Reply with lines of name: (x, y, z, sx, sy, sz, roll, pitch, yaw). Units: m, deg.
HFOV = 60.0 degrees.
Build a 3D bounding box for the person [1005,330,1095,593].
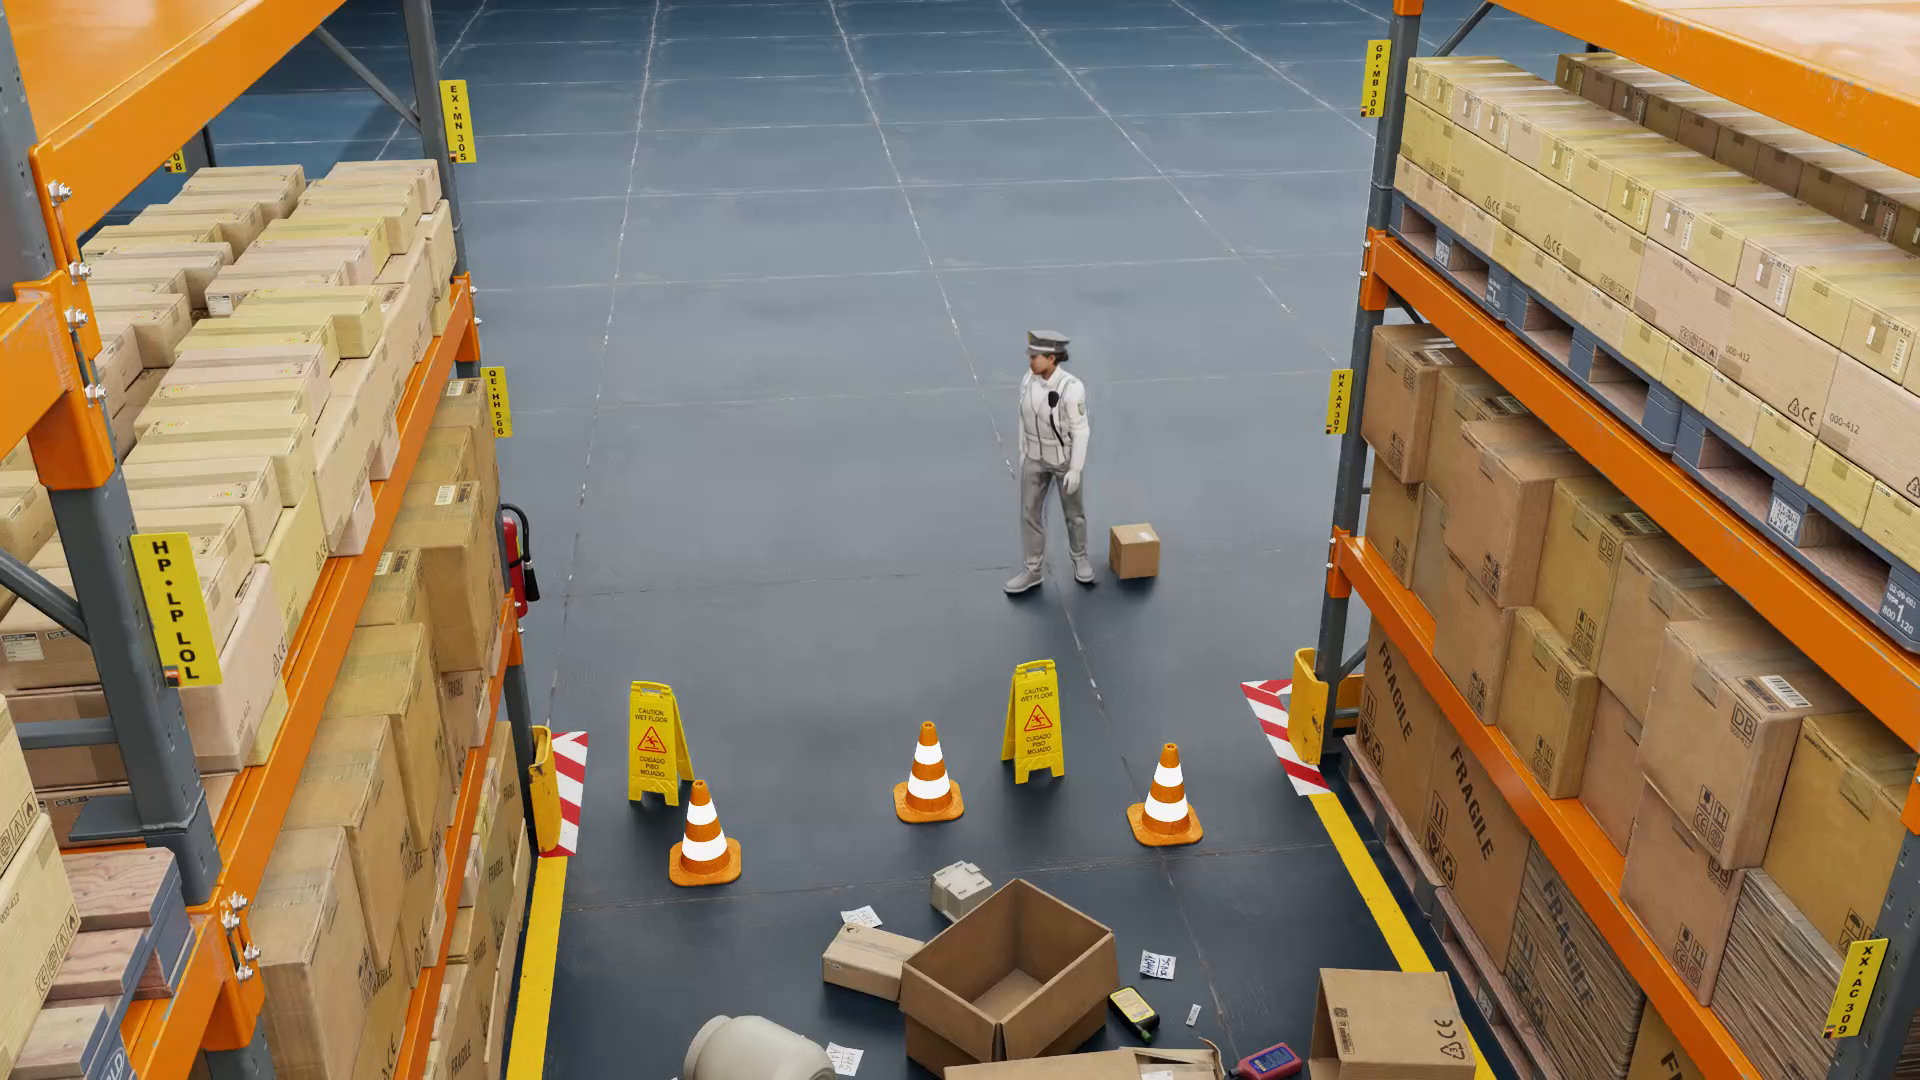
person: (0.558, -0.482, 10.010, 0.507, 1.665, 0.590, 18, 32, 31)
